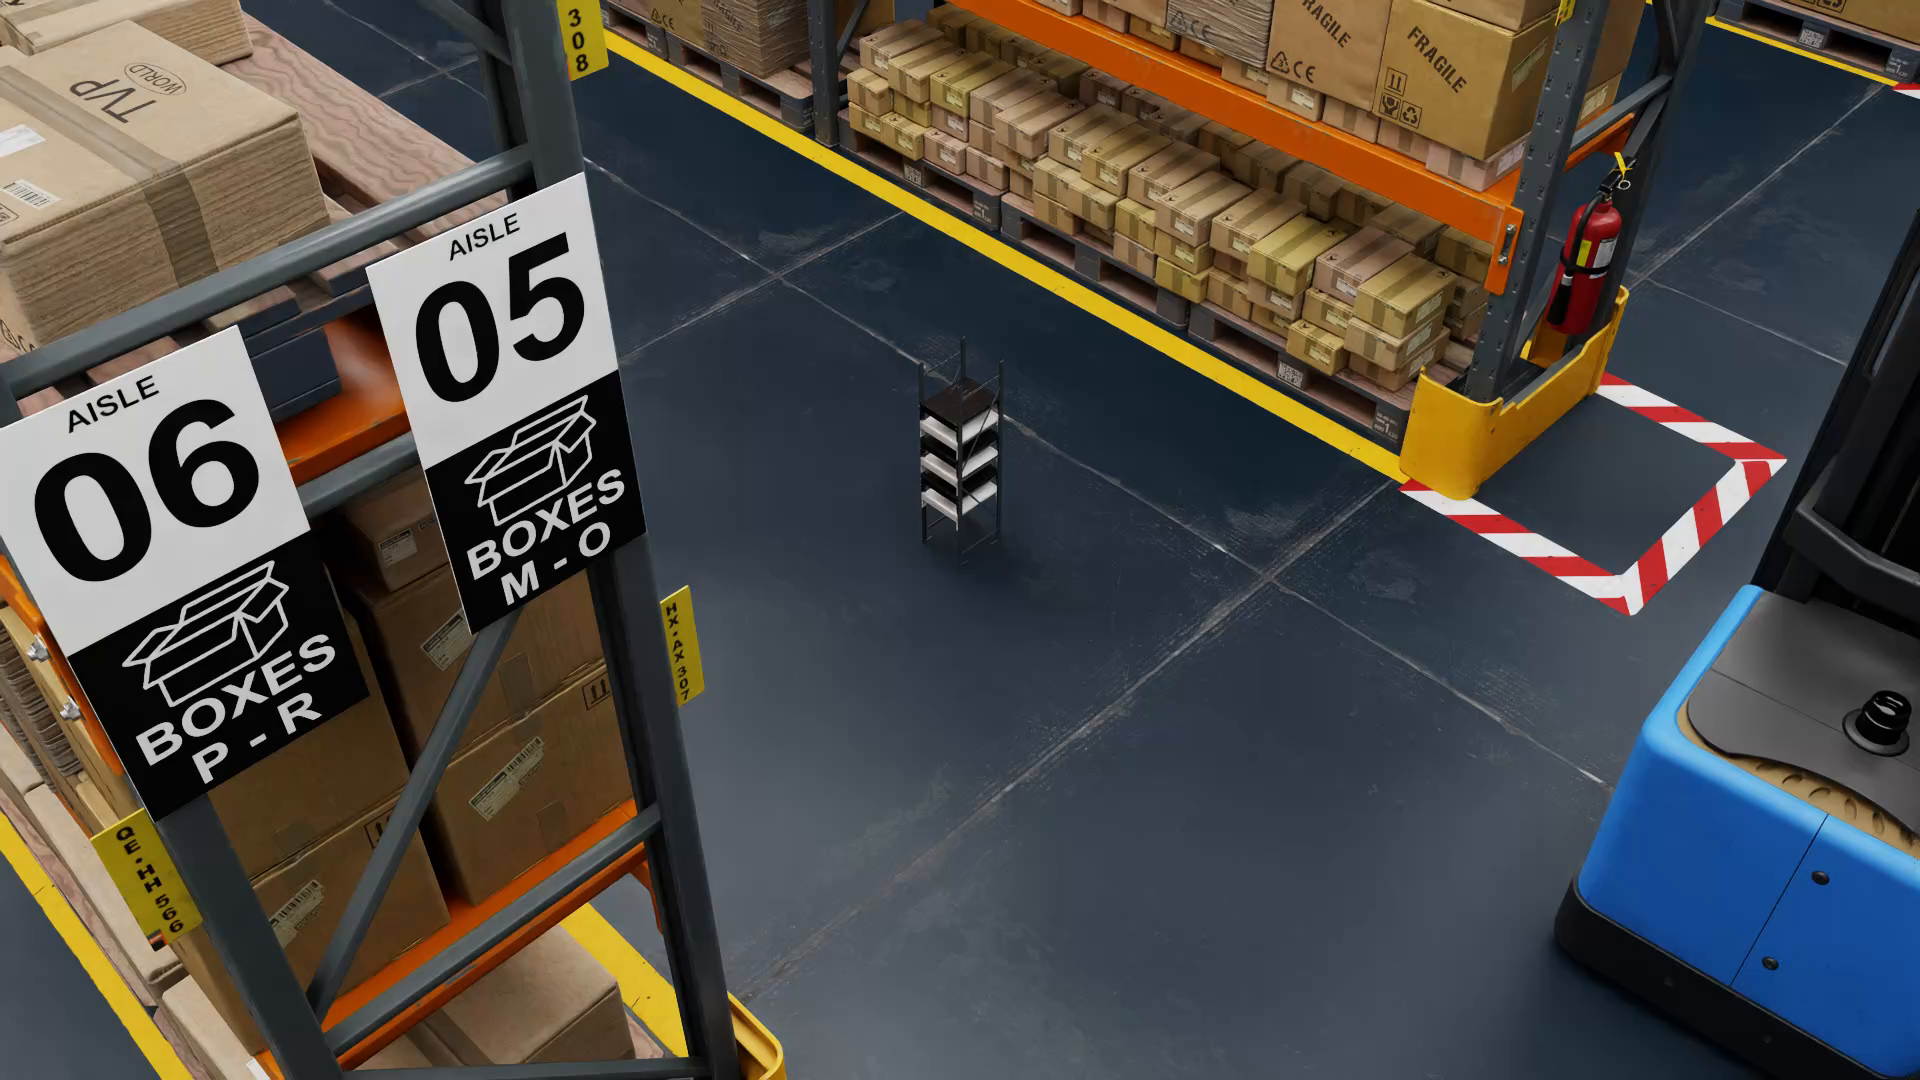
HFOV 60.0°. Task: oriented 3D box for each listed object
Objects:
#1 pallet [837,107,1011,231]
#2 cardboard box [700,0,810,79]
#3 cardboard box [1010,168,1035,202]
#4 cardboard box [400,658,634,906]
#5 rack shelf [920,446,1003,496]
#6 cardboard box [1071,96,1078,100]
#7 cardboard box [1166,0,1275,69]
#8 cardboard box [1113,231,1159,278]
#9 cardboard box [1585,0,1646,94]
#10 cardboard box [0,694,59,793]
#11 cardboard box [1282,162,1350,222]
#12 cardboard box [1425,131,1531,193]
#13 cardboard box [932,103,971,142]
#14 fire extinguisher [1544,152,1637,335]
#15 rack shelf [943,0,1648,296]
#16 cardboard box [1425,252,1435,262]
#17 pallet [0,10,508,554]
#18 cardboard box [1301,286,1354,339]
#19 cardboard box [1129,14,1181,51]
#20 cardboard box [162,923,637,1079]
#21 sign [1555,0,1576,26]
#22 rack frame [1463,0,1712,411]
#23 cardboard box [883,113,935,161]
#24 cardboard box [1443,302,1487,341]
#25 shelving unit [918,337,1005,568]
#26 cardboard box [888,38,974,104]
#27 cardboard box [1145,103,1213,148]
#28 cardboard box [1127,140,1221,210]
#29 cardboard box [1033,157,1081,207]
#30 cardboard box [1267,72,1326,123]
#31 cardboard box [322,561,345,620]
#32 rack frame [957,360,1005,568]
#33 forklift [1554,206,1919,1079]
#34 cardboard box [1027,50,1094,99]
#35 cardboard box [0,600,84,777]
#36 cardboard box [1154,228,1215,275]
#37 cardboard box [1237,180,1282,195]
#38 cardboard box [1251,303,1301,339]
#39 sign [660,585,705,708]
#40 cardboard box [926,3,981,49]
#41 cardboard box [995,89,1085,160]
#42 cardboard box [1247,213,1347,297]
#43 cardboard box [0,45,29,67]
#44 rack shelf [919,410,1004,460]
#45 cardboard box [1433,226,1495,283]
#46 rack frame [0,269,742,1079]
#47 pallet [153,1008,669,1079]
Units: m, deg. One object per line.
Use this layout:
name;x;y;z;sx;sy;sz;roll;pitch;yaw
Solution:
pallet;0.104;-2.165;8.937;1.003;0.211;1.213;-34;53;-31
cardboard box;-1.096;-2.966;9.282;0.500;0.500;0.500;33;52;31
cardboard box;0.464;-1.840;8.322;0.250;0.149;0.380;32;51;30
cardboard box;-1.140;0.443;3.986;0.500;0.500;0.500;34;52;31
rack shelf;0.006;-0.302;6.463;0.258;0.077;0.200;-34;53;-31
cardboard box;0.561;-2.300;8.601;0.380;0.149;0.250;-34;52;-31
cardboard box;1.205;-2.300;6.736;0.500;0.500;0.500;-34;52;-31
cardboard box;0.944;-1.422;7.870;0.380;0.149;0.250;-33;52;-31
cardboard box;2.308;-2.067;6.483;0.500;0.500;0.500;-32;51;-30
cardboard box;-2.246;0.216;4.232;0.500;0.500;0.500;-33;52;-30
cardboard box;1.699;-1.650;7.678;0.250;0.149;0.380;32;51;30
cardboard box;1.999;-1.502;6.350;0.380;0.149;0.250;-34;53;-31
cardboard box;0.074;-2.205;8.498;0.250;0.149;0.380;34;52;31
fire extinguisher;2.281;-1.065;6.024;0.296;0.674;0.183;-34;53;-31
rack shelf;1.017;-2.269;7.526;1.077;0.370;4.000;-34;53;-31
cardboard box;2.088;-1.322;7.543;0.250;0.149;0.380;34;52;31
pallet;-1.535;-0.572;3.014;1.003;0.211;1.213;-34;53;-31
cardboard box;1.708;-1.057;7.256;0.250;0.149;0.380;33;52;31
cardboard box;0.953;-2.282;7.195;0.380;0.149;0.250;-33;52;-31
cardboard box;-1.541;1.366;4.640;0.875;0.438;0.875;32;52;30
sign;2.022;-1.858;5.464;0.100;0.325;0.005;-34;53;-31
rack frame;2.429;-1.573;6.242;1.000;3.000;0.127;-34;53;-31
cardboard box;-0.178;-2.145;8.652;0.380;0.149;0.250;-33;52;-30
cardboard box;2.286;-1.085;7.505;0.380;0.149;0.250;-33;52;-31
shelving unit;0.006;-0.327;6.440;0.258;0.900;0.210;-34;53;-31
cardboard box;-0.146;-2.395;8.484;0.380;0.149;0.250;-31;51;-29
cardboard box;1.111;-2.011;8.069;0.380;0.149;0.250;-34;52;-31
cardboard box;0.992;-1.680;7.711;0.250;0.149;0.380;32;52;30
cardboard box;0.573;-1.779;8.037;0.250;0.149;0.380;34;52;31
cardboard box;1.466;-1.864;6.742;0.380;0.149;0.250;-33;52;-30
cardboard box;-1.399;0.130;3.111;0.380;0.149;0.250;-33;52;-31
rack frame;0.078;-0.278;6.387;0.240;0.900;0.006;-34;53;-31
forklift;3.228;-0.314;4.930;1.130;2.935;3.031;30;50;28
cardboard box;0.558;-2.392;8.481;0.380;0.149;0.250;-32;52;-30
cardboard box;-1.903;0.090;3.632;0.500;0.500;0.500;-34;52;-31
cardboard box;1.112;-1.397;7.624;0.380;0.149;0.250;-33;52;-31
cardboard box;1.493;-1.655;7.903;0.250;0.149;0.380;32;51;30
cardboard box;1.531;-1.076;7.495;0.250;0.149;0.380;34;52;31
sign;-0.607;0.238;3.586;0.100;0.325;0.005;-34;53;-31
cardboard box;0.040;-2.774;8.895;0.380;0.149;0.250;-33;52;-30
cardboard box;0.389;-2.021;8.080;0.380;0.149;0.250;-33;52;-30
cardboard box;1.466;-1.243;7.238;0.250;0.149;0.380;33;52;31
cardboard box;-1.738;-0.688;2.876;0.250;0.149;0.380;30;51;29
rack shelf;0.006;-0.434;6.341;0.258;0.077;0.200;-34;53;-31
cardboard box;2.300;-1.313;7.313;0.250;0.149;0.380;32;51;30
rack frame;-1.004;0.848;3.622;1.000;3.000;0.127;-34;53;-31
pallet;-1.624;1.526;4.943;1.003;0.211;1.213;-34;53;-31
